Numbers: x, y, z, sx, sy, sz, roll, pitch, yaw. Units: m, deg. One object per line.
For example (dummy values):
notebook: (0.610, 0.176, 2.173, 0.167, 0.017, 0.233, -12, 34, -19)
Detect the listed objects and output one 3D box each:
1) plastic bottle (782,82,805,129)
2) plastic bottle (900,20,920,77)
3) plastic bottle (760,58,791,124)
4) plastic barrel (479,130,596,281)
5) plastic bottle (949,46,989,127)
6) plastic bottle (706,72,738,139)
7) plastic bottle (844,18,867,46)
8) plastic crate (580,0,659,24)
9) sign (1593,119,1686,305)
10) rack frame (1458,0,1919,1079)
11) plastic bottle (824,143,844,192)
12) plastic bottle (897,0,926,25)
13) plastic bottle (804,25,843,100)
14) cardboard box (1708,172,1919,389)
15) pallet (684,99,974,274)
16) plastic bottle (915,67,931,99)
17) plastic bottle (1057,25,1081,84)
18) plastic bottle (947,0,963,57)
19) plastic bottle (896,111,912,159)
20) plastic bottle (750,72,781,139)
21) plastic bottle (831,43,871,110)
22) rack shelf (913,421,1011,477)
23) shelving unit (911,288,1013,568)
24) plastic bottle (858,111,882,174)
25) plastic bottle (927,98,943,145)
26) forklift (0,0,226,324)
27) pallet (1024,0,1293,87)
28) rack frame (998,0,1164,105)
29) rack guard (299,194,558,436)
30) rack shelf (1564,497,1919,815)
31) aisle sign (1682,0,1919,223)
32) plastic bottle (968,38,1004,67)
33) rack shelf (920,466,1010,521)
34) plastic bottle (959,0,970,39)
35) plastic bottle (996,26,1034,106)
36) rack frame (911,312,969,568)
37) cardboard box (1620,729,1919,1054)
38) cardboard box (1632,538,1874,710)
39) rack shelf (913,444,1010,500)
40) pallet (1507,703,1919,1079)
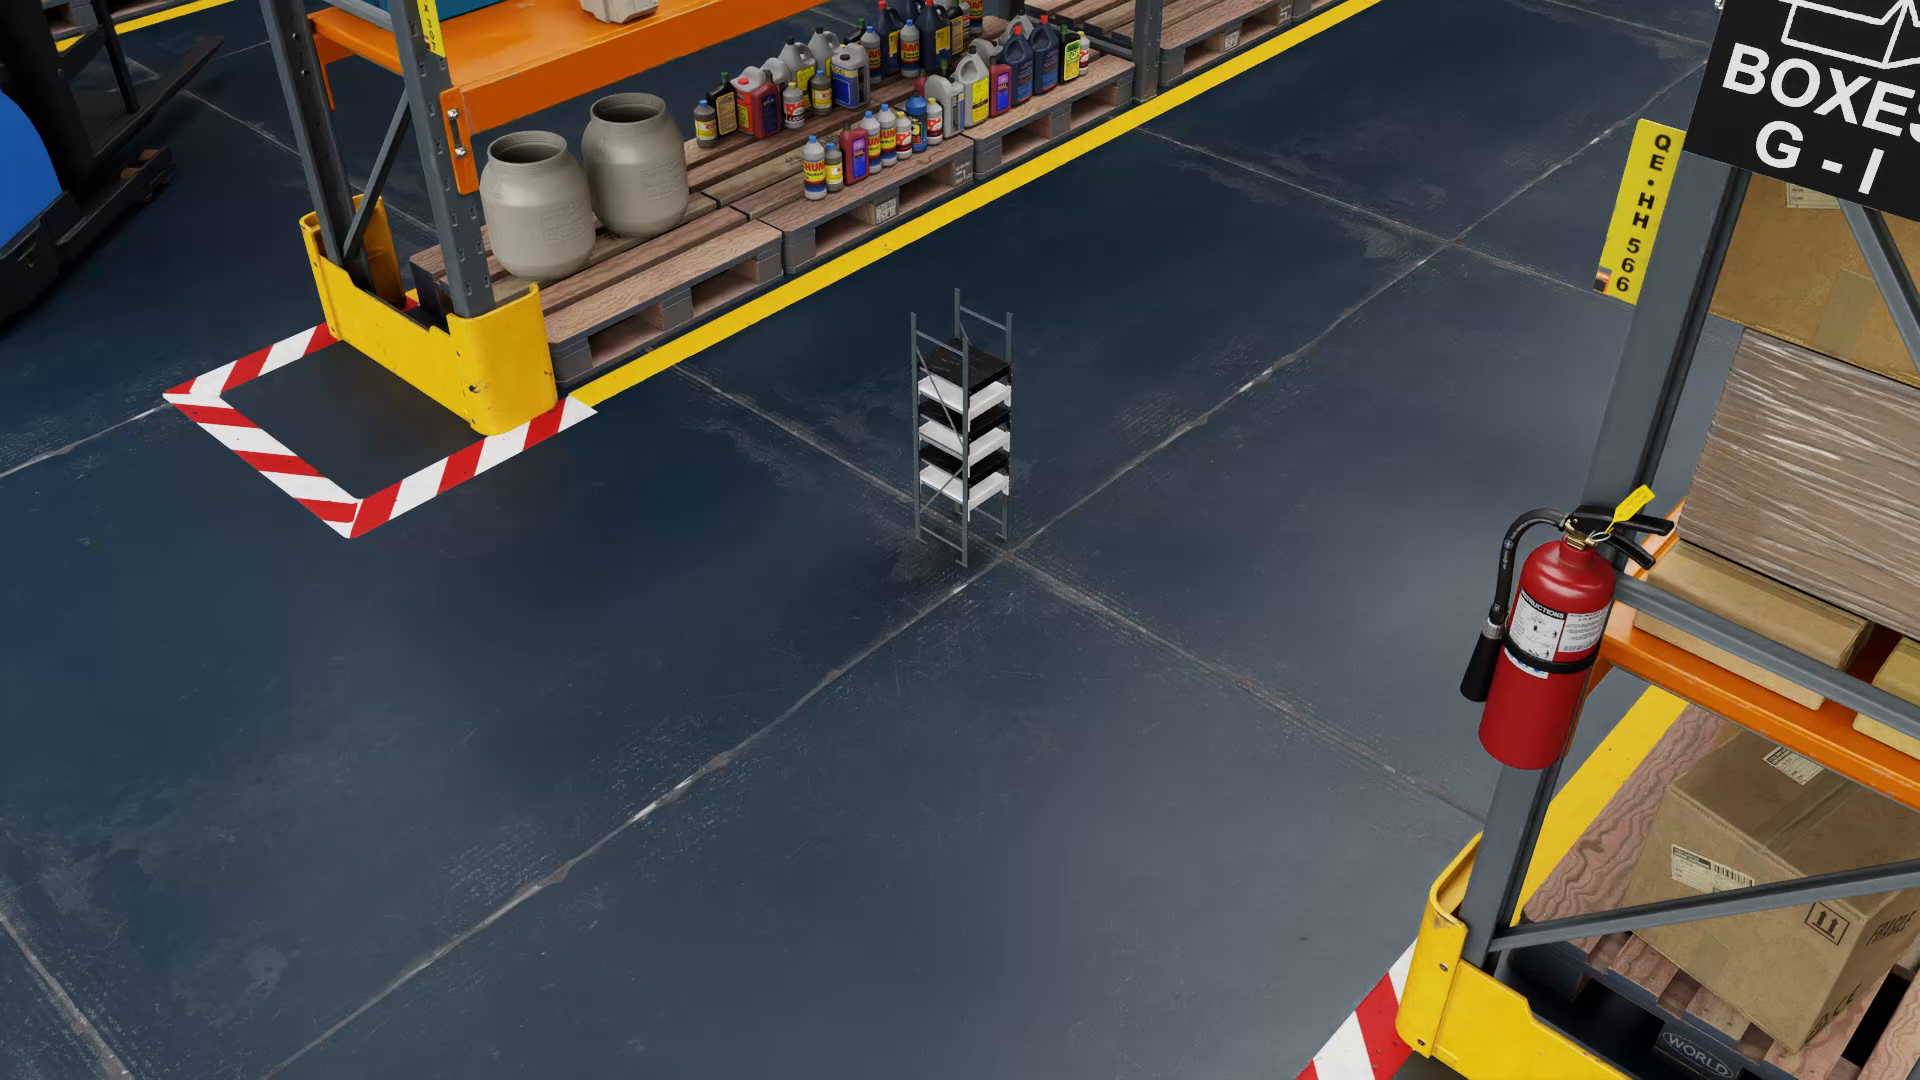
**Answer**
plastic bottle: (-0.783, -2.046, 7.808, 0.097, 0.201, 0.097, 0, 38, 0)
plastic bottle: (-0.248, -2.445, 8.254, 0.097, 0.271, 0.097, 0, 38, 0)
plastic bottle: (-0.888, -2.119, 7.840, 0.152, 0.276, 0.135, 28, 46, 31)
plastic barrel: (-1.699, -1.342, 6.690, 0.421, 0.512, 0.421, 0, 38, 0)
plastic bottle: (0.043, -2.137, 7.802, 0.144, 0.351, 0.185, 29, 47, 32)
plastic bottle: (-1.106, -2.016, 7.704, 0.061, 0.283, 0.133, 31, 48, 33)
plastic bottle: (-0.509, -2.422, 8.215, 0.133, 0.283, 0.061, -32, 48, -34)
plastic crate: (-1.246, -1.990, 6.055, 0.298, 0.136, 0.250, 30, 47, 32)
sign: (1.173, -0.557, 2.856, 0.100, 0.325, 0.005, 30, 47, 32)
rack frame: (1.569, 0.262, 3.010, 1.000, 3.000, 0.127, 30, 47, 32)
plastic bottle: (-0.564, -1.644, 7.302, 0.097, 0.201, 0.097, 0, 38, 0)
plastic bottle: (-0.239, -2.594, 8.377, 0.144, 0.351, 0.185, 31, 48, 33)
plastic bottle: (-0.653, -2.312, 8.022, 0.144, 0.351, 0.185, 29, 47, 32)
cardboard box: (1.758, -0.641, 3.023, 0.500, 0.500, 0.500, 30, 47, 32)
pallet: (-0.695, -1.709, 7.730, 1.003, 0.211, 1.213, 30, 47, 32)
plastic bottle: (-0.149, -2.082, 7.787, 0.061, 0.283, 0.133, 30, 47, 32)
plastic bottle: (0.531, -2.405, 8.193, 0.133, 0.283, 0.061, -32, 48, -33)
plastic bottle: (-0.046, -2.597, 8.435, 0.061, 0.283, 0.133, 30, 47, 32)
plastic bottle: (-0.268, -1.845, 7.555, 0.097, 0.201, 0.097, 0, 38, 0)
plastic bottle: (-0.902, -2.014, 7.702, 0.061, 0.283, 0.133, 30, 47, 32)
plastic bottle: (-0.527, -2.232, 7.982, 0.152, 0.276, 0.135, 30, 47, 32)
rack shelf: (0.005, -0.330, 5.495, 0.258, 0.077, 0.200, 30, 47, 32)
shelving unit: (0.005, -0.356, 5.475, 0.258, 0.900, 0.210, 30, 47, 32)
plastic bottle: (-0.403, -1.781, 7.419, 0.097, 0.271, 0.097, 0, 38, 0)
plastic bottle: (-0.130, -1.940, 7.674, 0.097, 0.201, 0.097, 0, 38, 0)
forklift: (-4.313, -2.700, 6.790, 1.130, 2.935, 3.031, 3, 39, 4)
pallet: (1.113, -2.941, 9.279, 1.003, 0.211, 1.213, 30, 47, 32)
rack frame: (0.612, -3.655, 7.936, 1.000, 3.000, 0.127, 30, 47, 32)
rack guard: (-2.070, -0.894, 6.472, 1.175, 0.500, 0.348, 30, 47, 32)
rack shelf: (2.918, -0.375, 4.389, 1.077, 0.370, 4.000, 30, 47, 32)
aisle sign: (1.306, -0.853, 2.324, 0.394, 0.787, 0.004, 30, 47, 32)
plastic bottle: (0.134, -2.307, 8.076, 0.152, 0.276, 0.135, 30, 47, 32)
rack shelf: (0.005, -0.189, 5.607, 0.258, 0.077, 0.200, 30, 47, 32)
plastic bottle: (0.005, -2.723, 8.659, 0.097, 0.201, 0.097, 0, 38, 0)
plastic bottle: (0.260, -2.285, 7.989, 0.144, 0.351, 0.185, 27, 46, 30)
rack frame: (-0.063, -0.309, 5.416, 0.240, 0.900, 0.006, 30, 47, 32)
cardboard box: (2.003, 0.796, 4.009, 0.500, 0.500, 0.500, -25, 45, -28)
cardboard box: (1.609, 0.143, 3.362, 0.380, 0.149, 0.250, 30, 47, 32)
rack shelf: (0.005, -0.259, 5.551, 0.258, 0.077, 0.200, 30, 47, 32)
pallet: (2.194, 0.960, 4.373, 1.003, 0.211, 1.213, 30, 47, 32)
